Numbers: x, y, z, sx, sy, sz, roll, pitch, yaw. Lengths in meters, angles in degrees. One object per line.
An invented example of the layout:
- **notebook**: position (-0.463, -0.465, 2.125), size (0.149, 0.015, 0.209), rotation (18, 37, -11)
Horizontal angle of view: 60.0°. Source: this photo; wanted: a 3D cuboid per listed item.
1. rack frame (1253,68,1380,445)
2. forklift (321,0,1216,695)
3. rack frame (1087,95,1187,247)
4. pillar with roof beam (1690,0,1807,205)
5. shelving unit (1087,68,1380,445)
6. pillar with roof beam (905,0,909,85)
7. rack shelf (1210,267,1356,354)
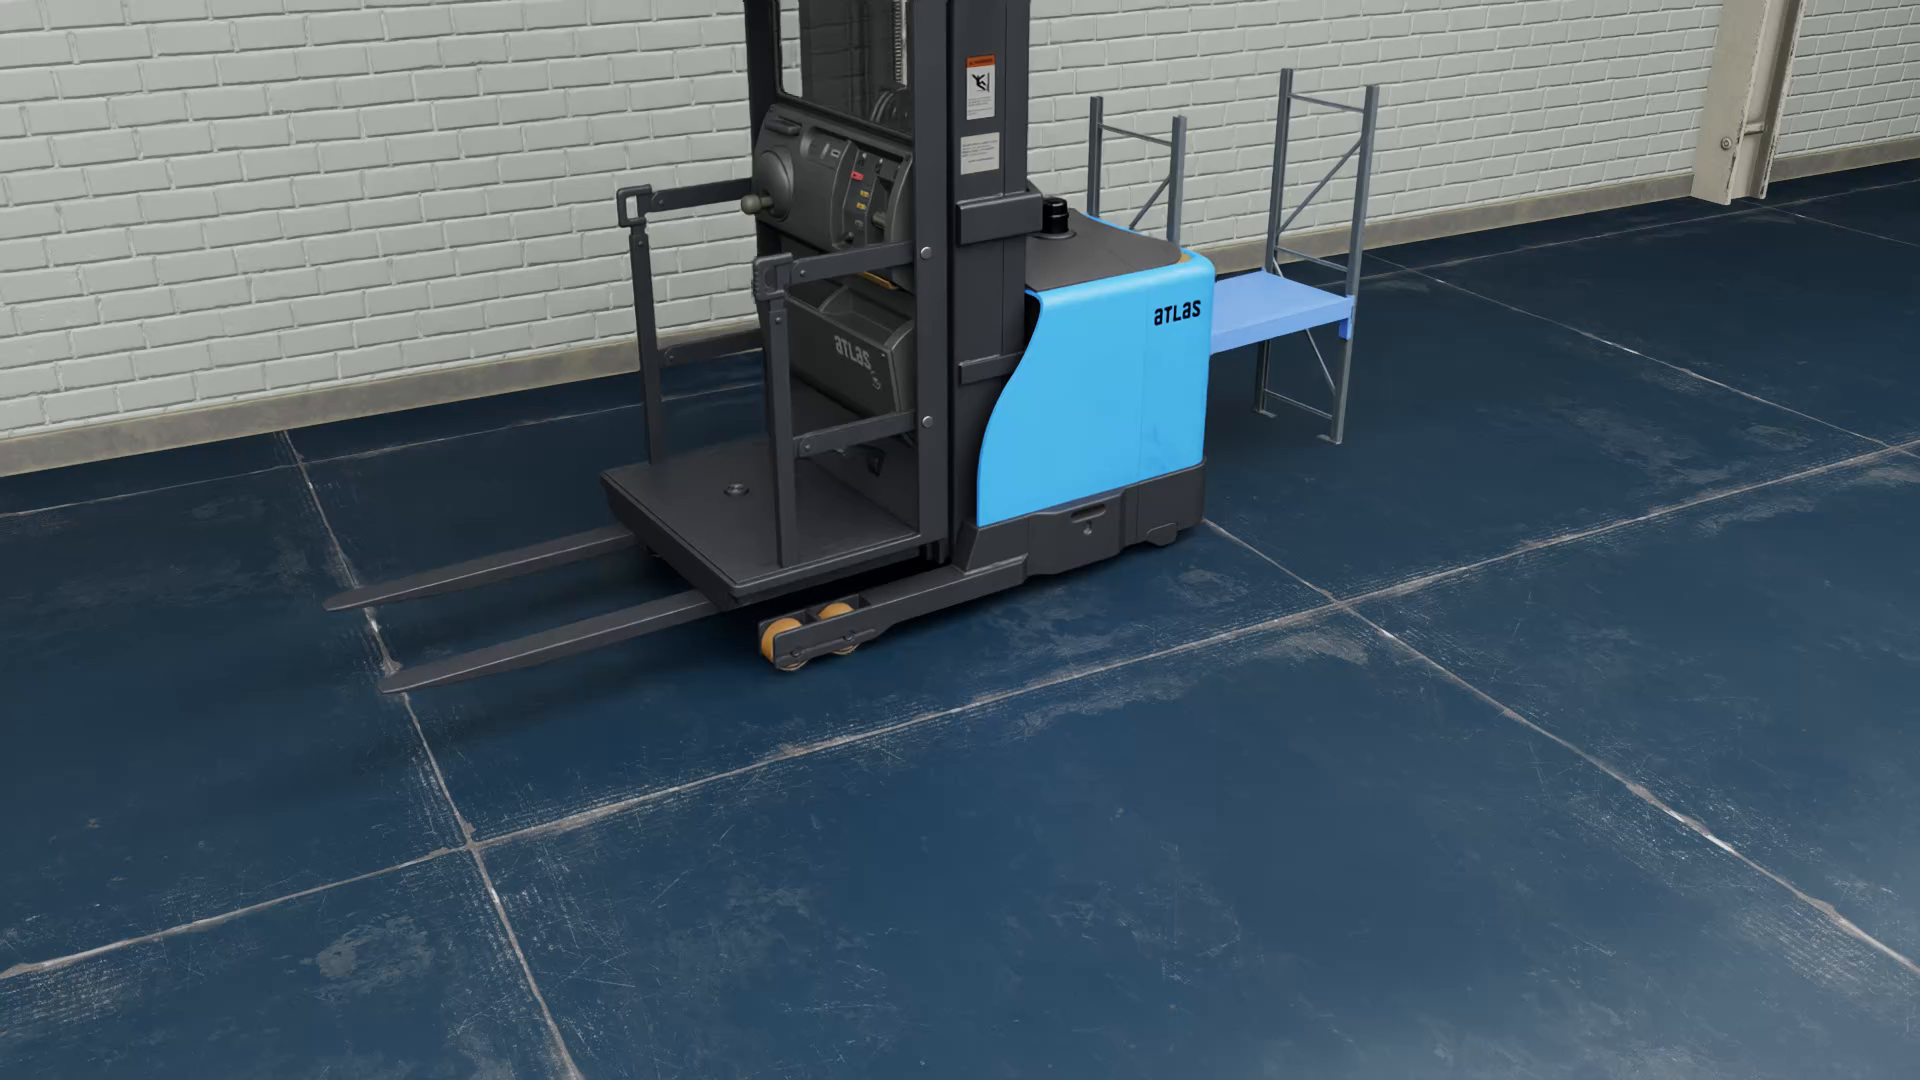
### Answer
- **rack frame**: position (1.473, -1.171, 6.957), size (0.032, 1.500, 0.500), rotation (-17, 31, -32)
- **forklift**: position (-0.596, -1.160, 5.279), size (3.031, 2.935, 1.130), rotation (-16, 30, -30)
- **rack frame**: position (0.650, -0.913, 6.418), size (0.032, 1.500, 0.500), rotation (-17, 31, -32)
- **pillar with roof beam**: position (7.080, -4.681, 5.602), size (0.400, 9.000, 9.100), rotation (-13, 29, -25)
- **shelving unit**: position (1.062, -1.042, 6.688), size (1.048, 1.500, 0.538), rotation (-17, 31, -32)
- **pillar with roof beam**: position (1.785, -3.459, 3.057), size (0.400, 9.000, 9.100), rotation (-13, 29, -25)
- **rack shelf**: position (1.062, -0.880, 6.765), size (1.000, 0.185, 0.538), rotation (-17, 31, -32)
